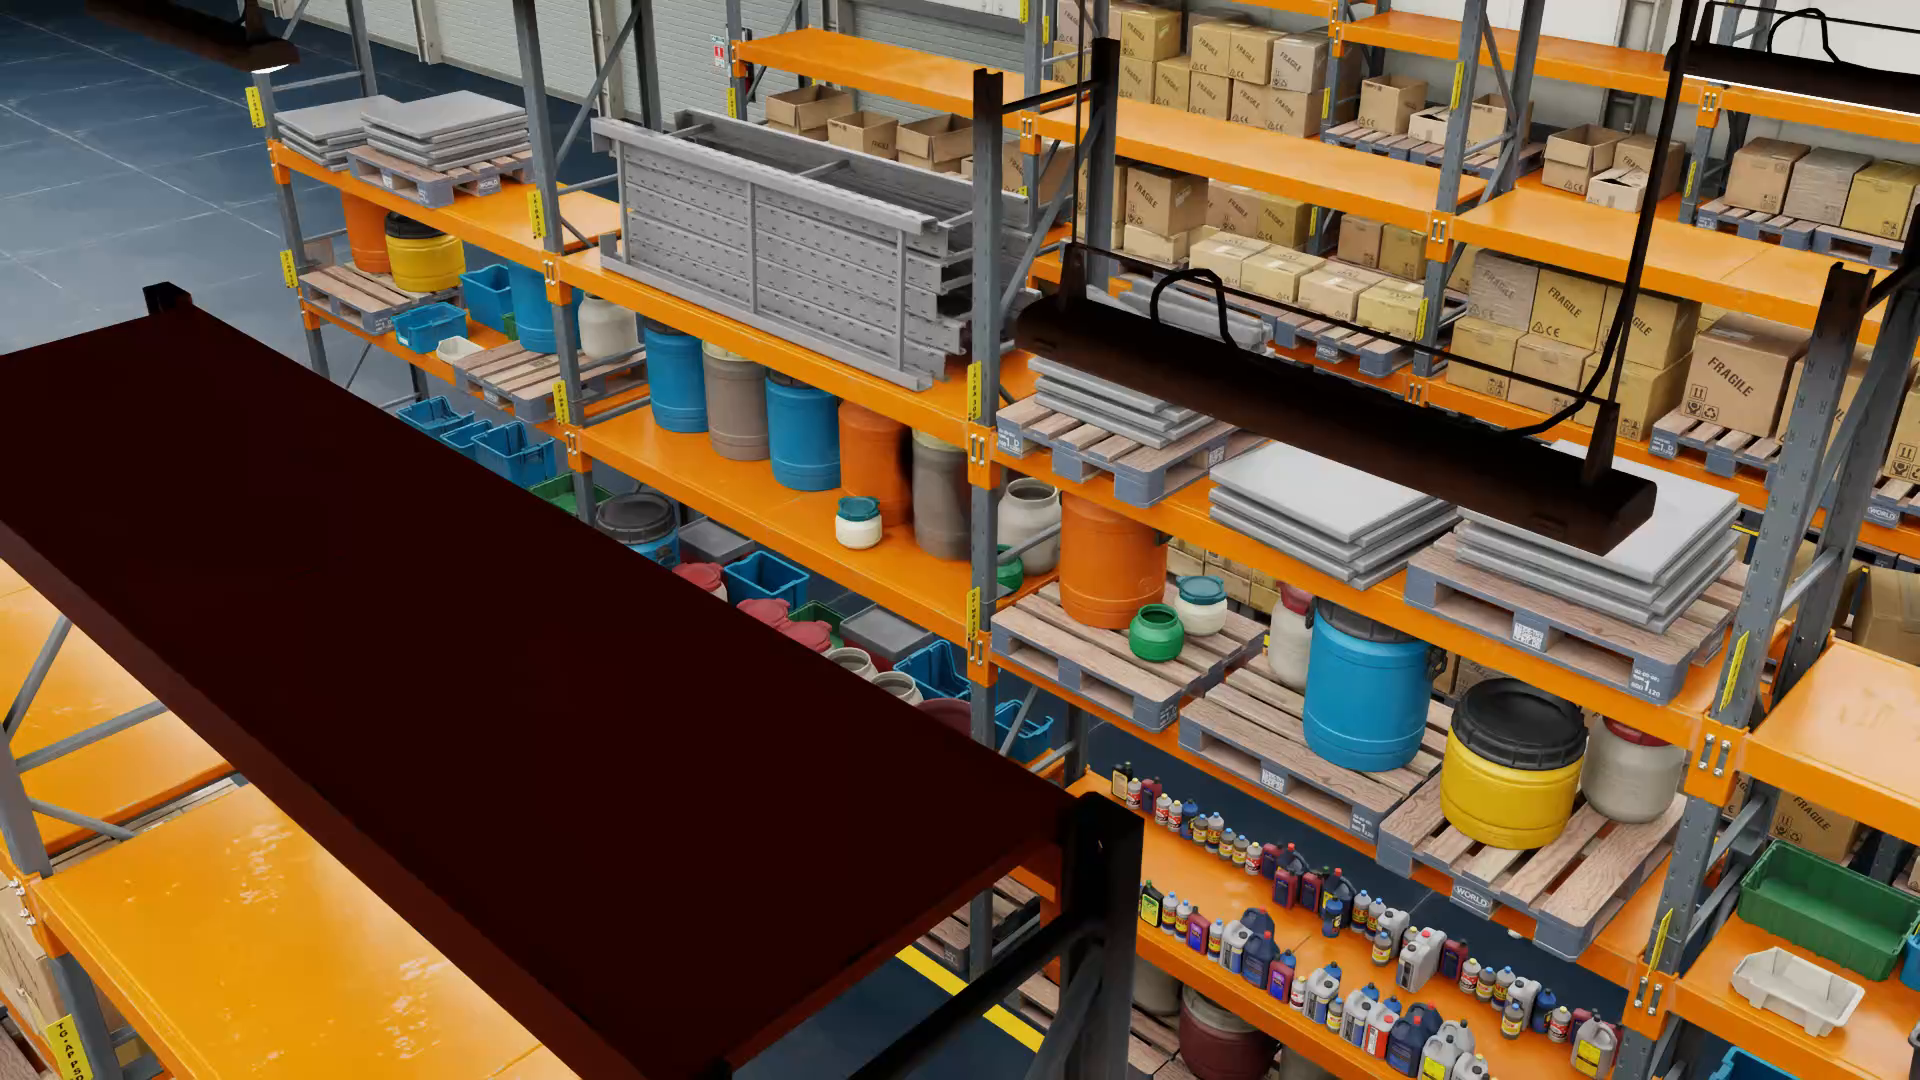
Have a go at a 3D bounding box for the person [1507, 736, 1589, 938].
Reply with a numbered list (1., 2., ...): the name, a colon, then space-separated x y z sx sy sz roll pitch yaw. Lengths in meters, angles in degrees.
1. person: 4.108 1.944 10.986 0.571 1.804 0.626 -18 34 -28
